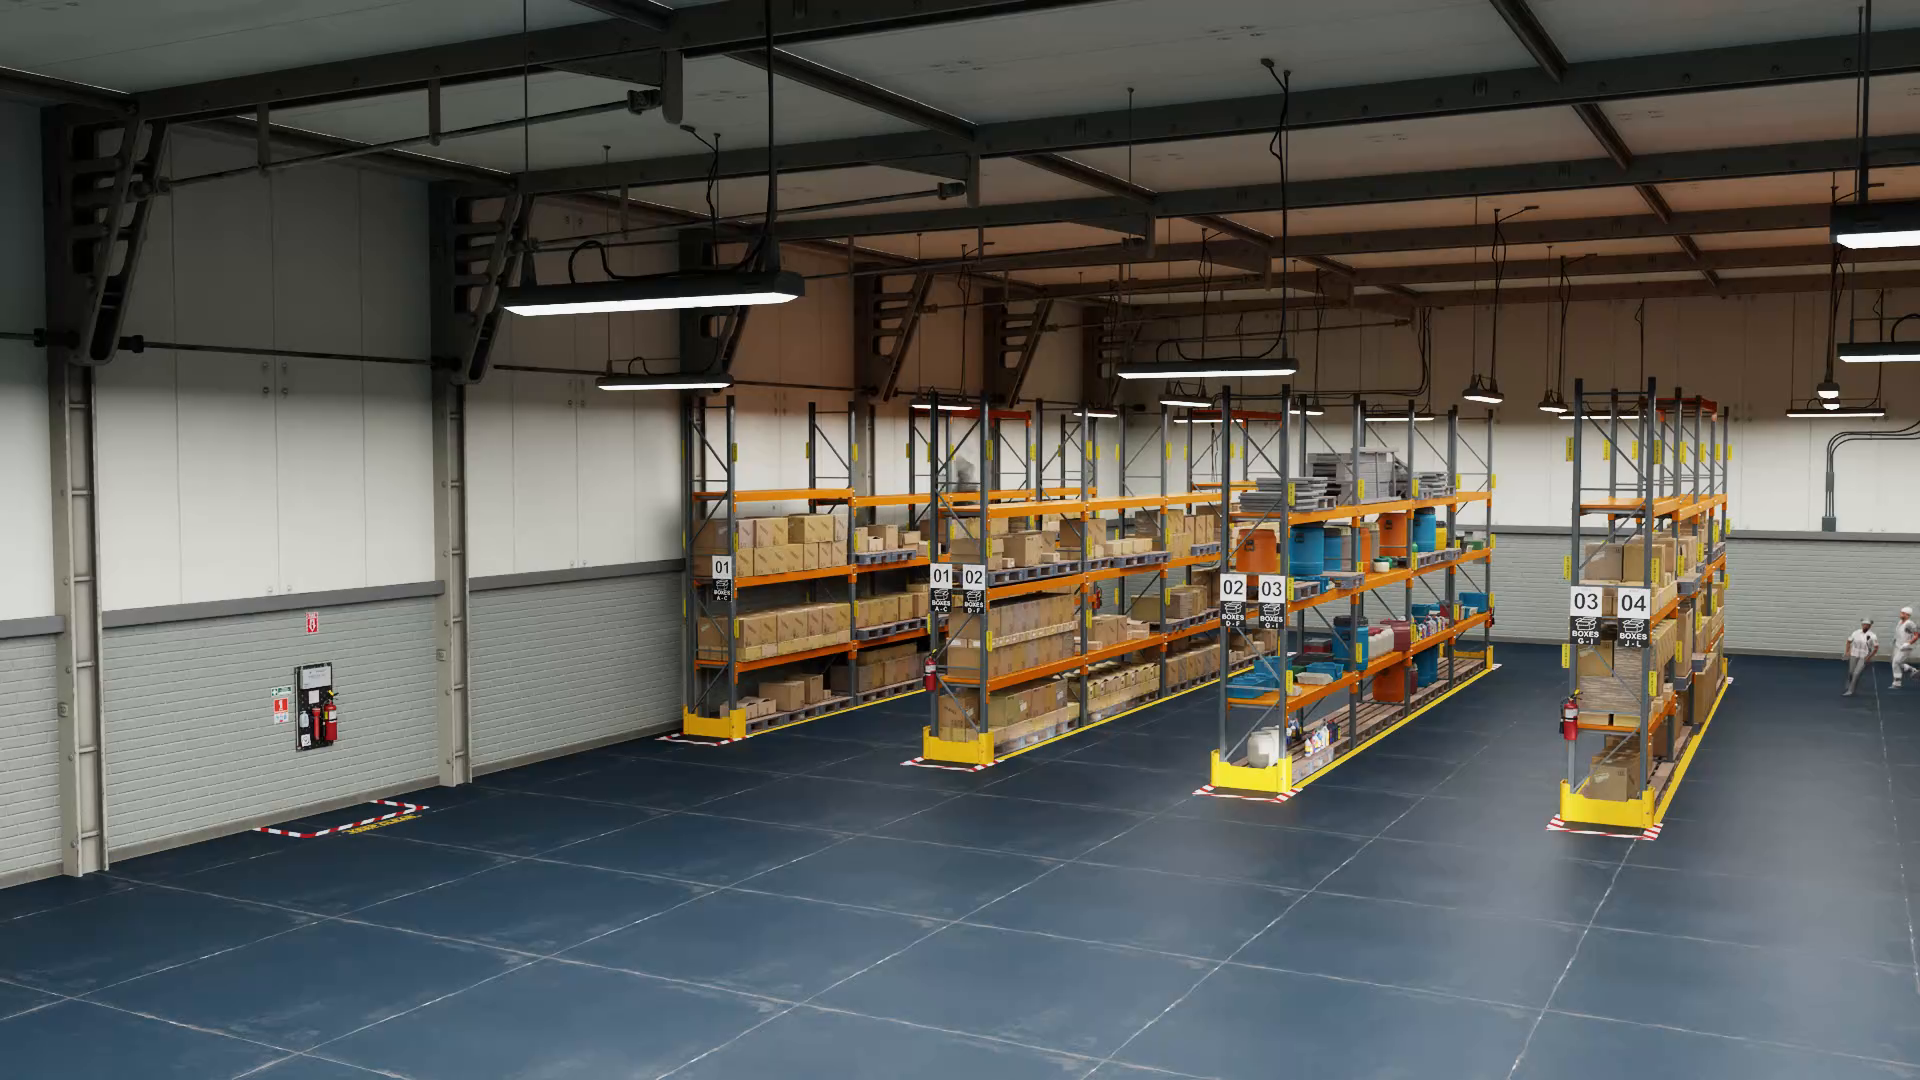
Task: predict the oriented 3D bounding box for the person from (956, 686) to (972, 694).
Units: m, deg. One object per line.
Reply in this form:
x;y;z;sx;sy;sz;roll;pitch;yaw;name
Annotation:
0.168;2.532;31.068;0.543;1.720;0.723;1;3;20;person

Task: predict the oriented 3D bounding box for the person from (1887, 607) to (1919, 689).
20.036;2.304;35.184;0.674;1.785;0.708;0;3;2;person

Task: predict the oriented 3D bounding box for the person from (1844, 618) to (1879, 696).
18.475;2.397;34.082;0.613;1.622;0.518;2;4;37;person
